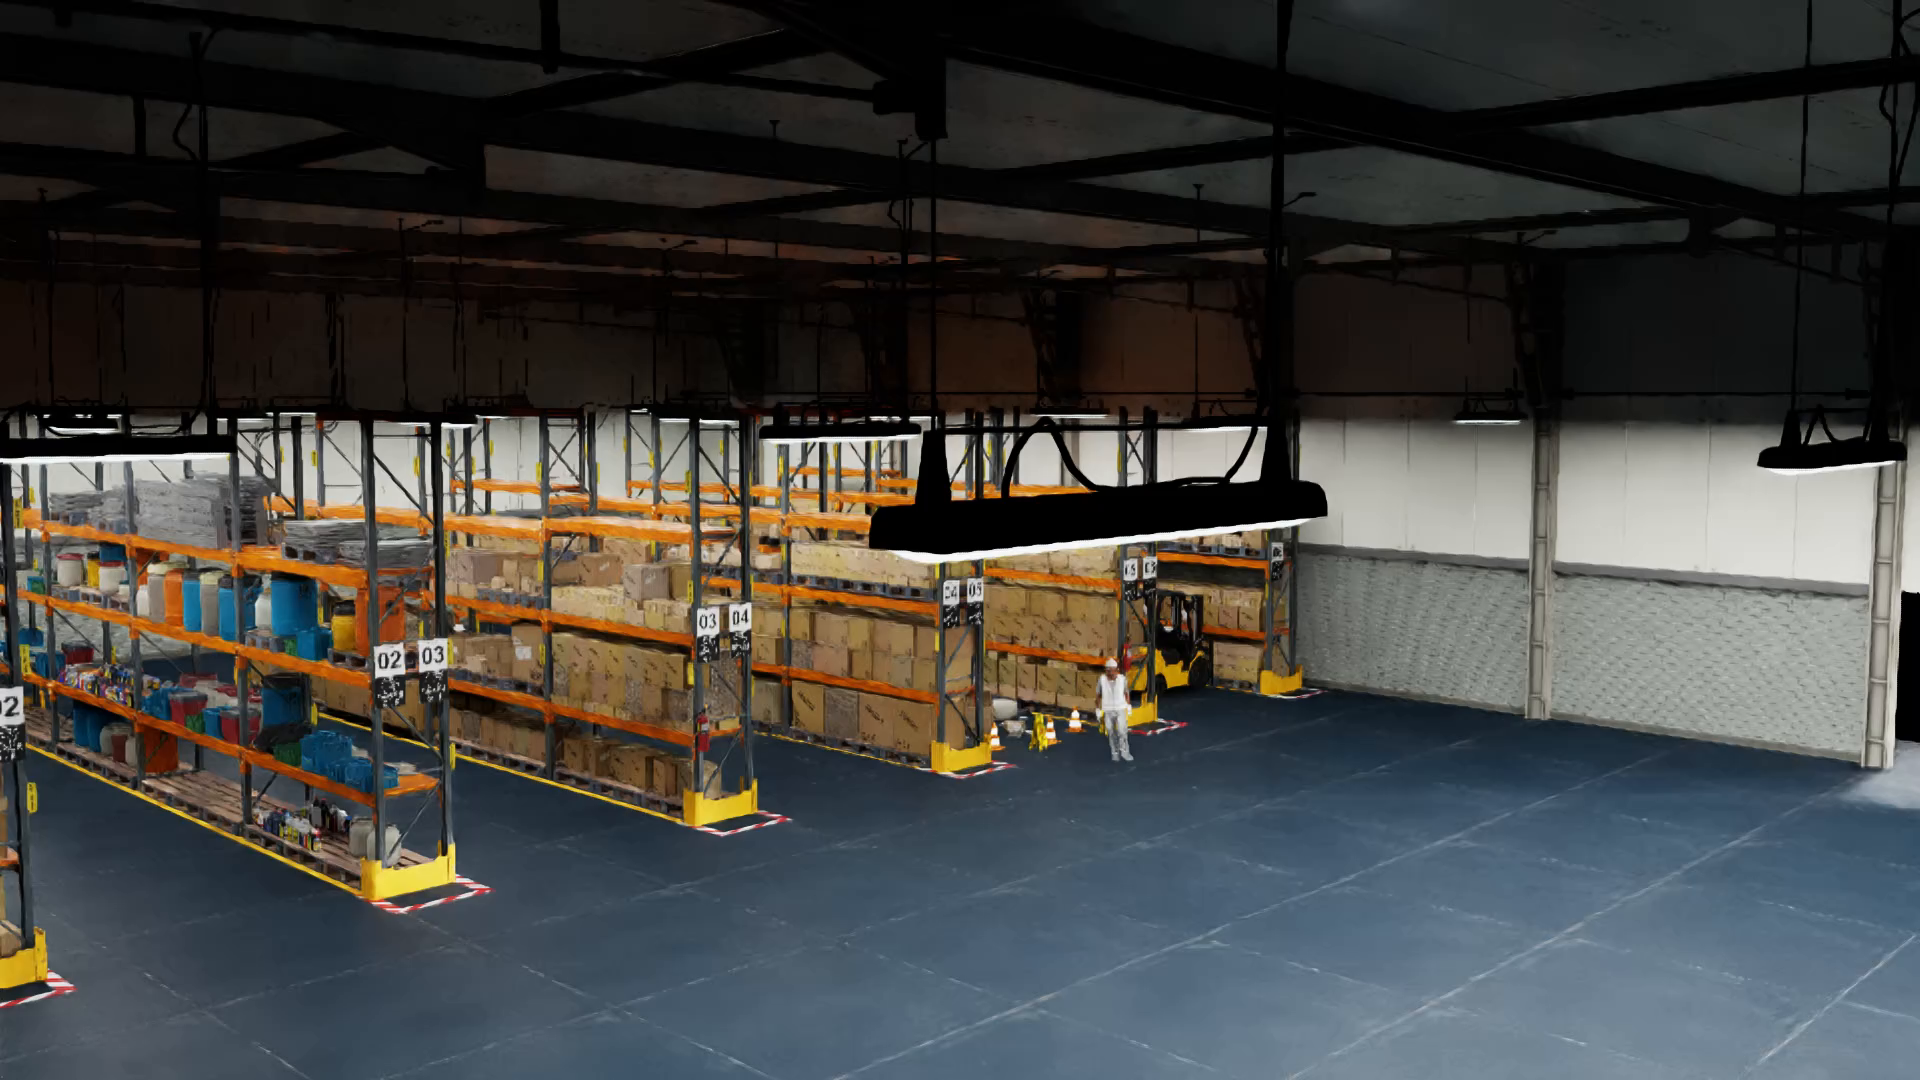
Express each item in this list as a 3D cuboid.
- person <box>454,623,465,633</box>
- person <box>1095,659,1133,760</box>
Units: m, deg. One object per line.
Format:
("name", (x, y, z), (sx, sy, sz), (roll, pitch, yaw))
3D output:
("person", (-10.109, 2.521, 33.401), (0.574, 1.726, 0.677), (5, 7, 42))
("person", (2.648, 2.911, 28.500), (0.653, 1.770, 0.472), (1, 5, 10))
